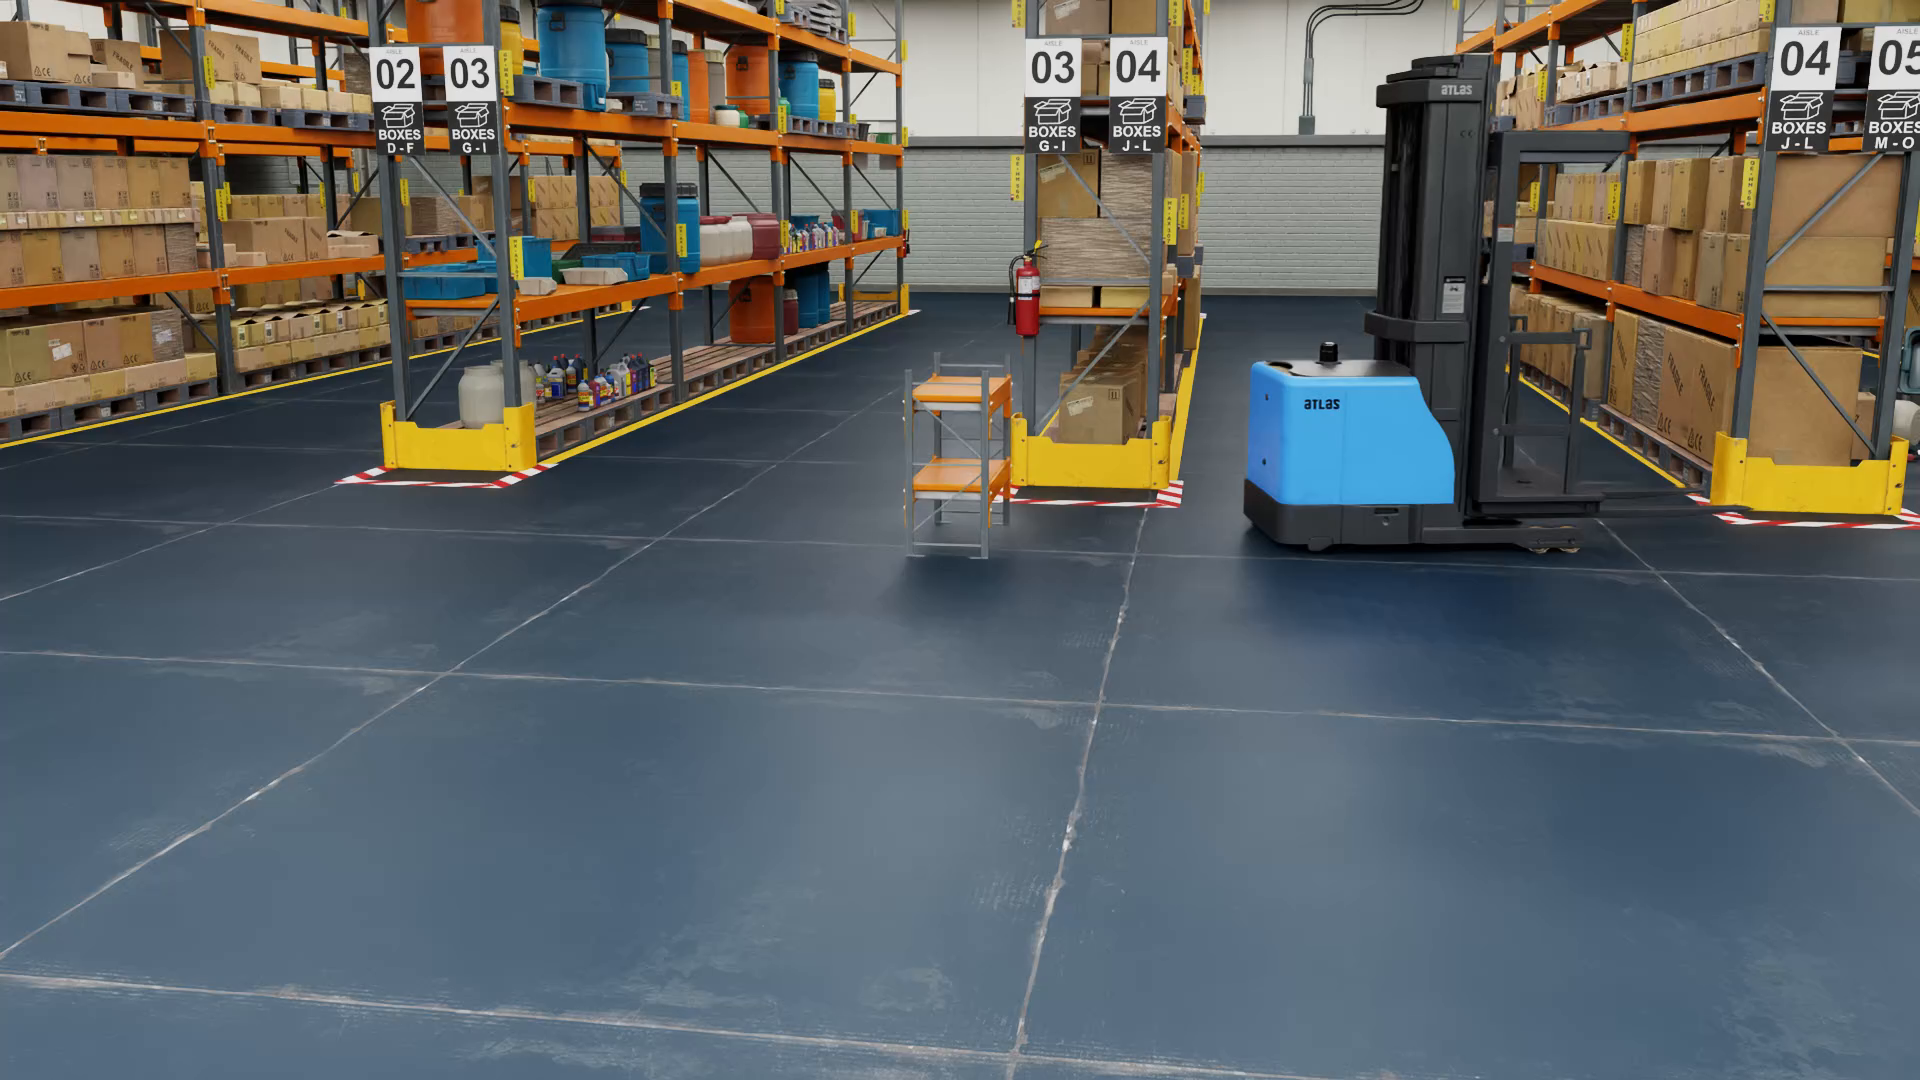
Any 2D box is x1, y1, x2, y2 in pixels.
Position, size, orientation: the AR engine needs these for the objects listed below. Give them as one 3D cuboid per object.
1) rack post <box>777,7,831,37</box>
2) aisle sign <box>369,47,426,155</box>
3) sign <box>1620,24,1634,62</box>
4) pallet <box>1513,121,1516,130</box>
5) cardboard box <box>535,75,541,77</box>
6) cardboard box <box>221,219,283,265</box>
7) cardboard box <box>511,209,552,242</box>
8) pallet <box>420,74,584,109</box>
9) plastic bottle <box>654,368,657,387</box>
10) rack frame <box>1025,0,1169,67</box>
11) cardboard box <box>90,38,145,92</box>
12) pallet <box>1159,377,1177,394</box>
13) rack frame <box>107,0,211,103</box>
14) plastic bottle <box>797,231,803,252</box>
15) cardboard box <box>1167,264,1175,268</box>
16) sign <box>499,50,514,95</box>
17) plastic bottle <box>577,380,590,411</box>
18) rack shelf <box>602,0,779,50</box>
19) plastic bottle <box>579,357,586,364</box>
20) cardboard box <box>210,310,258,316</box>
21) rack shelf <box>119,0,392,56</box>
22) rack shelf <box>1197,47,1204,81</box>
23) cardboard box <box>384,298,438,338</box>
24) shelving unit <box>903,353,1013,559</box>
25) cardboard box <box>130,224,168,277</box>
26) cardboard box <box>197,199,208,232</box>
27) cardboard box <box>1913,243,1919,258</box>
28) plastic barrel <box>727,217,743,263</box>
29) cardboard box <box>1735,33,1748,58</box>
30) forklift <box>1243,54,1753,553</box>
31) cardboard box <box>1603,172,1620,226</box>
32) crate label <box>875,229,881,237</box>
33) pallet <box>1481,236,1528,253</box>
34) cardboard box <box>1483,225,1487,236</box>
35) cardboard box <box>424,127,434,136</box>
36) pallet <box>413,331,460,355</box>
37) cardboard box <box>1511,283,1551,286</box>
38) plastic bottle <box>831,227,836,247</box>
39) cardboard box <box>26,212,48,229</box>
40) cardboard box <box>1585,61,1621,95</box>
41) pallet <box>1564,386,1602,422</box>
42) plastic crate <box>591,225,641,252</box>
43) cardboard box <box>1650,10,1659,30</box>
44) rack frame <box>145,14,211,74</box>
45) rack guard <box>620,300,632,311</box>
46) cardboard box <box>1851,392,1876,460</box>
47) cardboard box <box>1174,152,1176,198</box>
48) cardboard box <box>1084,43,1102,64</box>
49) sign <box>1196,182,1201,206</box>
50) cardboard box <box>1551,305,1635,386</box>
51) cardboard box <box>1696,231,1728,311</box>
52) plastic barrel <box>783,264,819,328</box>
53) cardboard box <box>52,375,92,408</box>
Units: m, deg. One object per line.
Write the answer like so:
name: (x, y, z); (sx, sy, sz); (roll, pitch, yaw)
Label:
rack post: (-2.271, -6.796, 21.857); (0.937, 0.300, 0.954); (3, 13, 15)
aisle sign: (-4.235, -3.301, 12.520); (0.394, 0.787, 0.004); (2, 12, 9)
sign: (5.926, -4.415, 14.763); (0.100, 0.325, 0.005); (2, 12, 9)
pallet: (7.494, -5.441, 21.946); (1.213, 0.211, 1.003); (2, 12, 9)
cardboard box: (-6.725, -6.901, 25.664); (0.700, 0.500, 0.500); (2, 12, 9)
cardboard box: (-7.994, -3.347, 18.669); (0.500, 0.500, 0.500); (3, 12, 13)
cardboard box: (-6.632, -4.841, 25.599); (0.500, 0.500, 0.500); (2, 12, 10)
pallet: (-3.707, -3.579, 13.307); (1.003, 0.211, 1.213); (2, 12, 9)
plastic bottle: (-3.064, -1.630, 16.534); (0.097, 0.201, 0.097); (0, 12, 0)
rack frame: (0.963, -4.808, 11.442); (1.000, 3.000, 0.127); (2, 12, 9)
cardboard box: (-8.548, -4.722, 16.599); (0.500, 0.500, 0.500); (3, 13, 13)
pallet: (1.697, -1.507, 16.984); (1.003, 0.211, 1.213); (2, 12, 9)
rack frame: (-8.209, -5.962, 16.799); (1.000, 3.000, 0.127); (2, 12, 9)
plastic bottle: (-2.127, -3.933, 21.930); (0.097, 0.271, 0.097); (0, 12, 0)
cardboard box: (1.836, -2.531, 15.713); (0.380, 0.149, 0.250); (2, 12, 9)
sign: (-3.388, -3.488, 12.415); (0.100, 0.325, 0.005); (2, 12, 9)
plastic bottle: (-3.344, -1.284, 14.765); (0.097, 0.271, 0.097); (0, 12, 0)
rack shelf: (-3.008, -5.670, 18.101); (1.077, 0.370, 4.000); (2, 12, 9)
plastic bottle: (-3.798, -1.698, 16.682); (0.097, 0.271, 0.097); (0, 12, 0)
cardboard box: (-8.278, -2.471, 19.037); (0.500, 0.311, 0.500); (2, 12, 8)
rack shelf: (-7.902, -5.831, 18.849); (1.077, 0.370, 4.000); (2, 12, 9)
rack shelf: (3.116, -7.175, 25.083); (1.077, 0.370, 4.000); (2, 12, 9)
cardboard box: (-7.242, -2.941, 21.909); (0.500, 0.500, 0.500); (2, 12, 11)
shelving unit: (0.001, -0.551, 10.381); (0.538, 1.125, 1.048); (2, 12, 9)
cardboard box: (-8.346, -2.876, 16.481); (0.700, 0.500, 0.500); (2, 12, 8)
cardboard box: (-11.696, -4.954, 25.372); (0.500, 0.500, 0.500); (2, 12, 8)
cardboard box: (12.014, -3.578, 20.332); (0.500, 0.250, 0.500); (2, 12, 8)
plastic barrel: (-2.712, -3.447, 19.102); (0.421, 0.512, 0.421); (0, 12, 0)
cardboard box: (5.604, -3.424, 11.502); (0.380, 0.149, 0.250); (2, 12, 9)
forklift: (3.403, -1.462, 10.321); (3.031, 2.935, 1.130); (-1, 12, -3)
cardboard box: (6.611, -3.274, 15.957); (0.700, 0.500, 0.500); (2, 12, 8)
crate label: (-1.494, -4.972, 26.930); (0.396, 0.136, 0.243); (2, 12, 9)
pallet: (7.433, -3.943, 22.126); (1.003, 0.211, 1.213); (2, 12, 9)
cardboard box: (7.060, -4.045, 21.741); (0.380, 0.149, 0.250); (2, 12, 9)
cardboard box: (-7.482, -5.576, 21.887); (0.910, 0.500, 0.500); (2, 12, 9)
pallet: (-7.442, -2.653, 22.304); (1.003, 0.211, 1.213); (2, 12, 9)
cardboard box: (7.086, -3.070, 20.777); (0.500, 0.250, 0.500); (2, 12, 10)
plastic bottle: (-1.817, -4.334, 23.763); (0.061, 0.283, 0.133); (2, 12, 9)
cardboard box: (-8.394, -2.853, 14.833); (0.380, 0.149, 0.250); (1, 12, 7)
cardboard box: (6.516, -4.575, 16.460); (0.500, 0.311, 0.500); (1, 12, 7)
pallet: (6.508, -1.326, 16.145); (1.003, 0.211, 1.213); (2, 12, 9)
plastic crate: (-3.544, -3.010, 17.190); (0.402, 0.464, 0.583); (2, 12, 9)
cardboard box: (5.995, -4.343, 13.875); (0.380, 0.149, 0.250); (2, 12, 8)
rack frame: (-11.874, -7.787, 25.268); (1.000, 3.000, 0.127); (2, 12, 9)
rack guard: (-6.376, -4.290, 29.212); (1.175, 0.500, 0.348); (2, 12, 9)
cardboard box: (7.239, -0.949, 13.704); (0.500, 0.500, 0.500); (4, 13, 18)
cardboard box: (1.476, -2.872, 13.383); (0.500, 0.500, 0.500); (2, 12, 9)
cardboard box: (0.854, -3.581, 12.281); (0.380, 0.149, 0.250); (1, 12, 7)
sign: (3.346, -4.885, 23.480); (0.100, 0.325, 0.005); (2, 12, 9)
cardboard box: (6.623, -1.964, 16.832); (1.050, 0.750, 0.750); (2, 12, 9)
cardboard box: (5.924, -1.961, 12.115); (0.875, 0.550, 0.550); (2, 12, 9)
plastic barrel: (-2.295, -3.453, 23.380); (0.600, 0.901, 0.708); (2, 12, 9)
cardboard box: (-8.372, -1.371, 15.264); (0.500, 0.250, 0.500); (2, 12, 9)
